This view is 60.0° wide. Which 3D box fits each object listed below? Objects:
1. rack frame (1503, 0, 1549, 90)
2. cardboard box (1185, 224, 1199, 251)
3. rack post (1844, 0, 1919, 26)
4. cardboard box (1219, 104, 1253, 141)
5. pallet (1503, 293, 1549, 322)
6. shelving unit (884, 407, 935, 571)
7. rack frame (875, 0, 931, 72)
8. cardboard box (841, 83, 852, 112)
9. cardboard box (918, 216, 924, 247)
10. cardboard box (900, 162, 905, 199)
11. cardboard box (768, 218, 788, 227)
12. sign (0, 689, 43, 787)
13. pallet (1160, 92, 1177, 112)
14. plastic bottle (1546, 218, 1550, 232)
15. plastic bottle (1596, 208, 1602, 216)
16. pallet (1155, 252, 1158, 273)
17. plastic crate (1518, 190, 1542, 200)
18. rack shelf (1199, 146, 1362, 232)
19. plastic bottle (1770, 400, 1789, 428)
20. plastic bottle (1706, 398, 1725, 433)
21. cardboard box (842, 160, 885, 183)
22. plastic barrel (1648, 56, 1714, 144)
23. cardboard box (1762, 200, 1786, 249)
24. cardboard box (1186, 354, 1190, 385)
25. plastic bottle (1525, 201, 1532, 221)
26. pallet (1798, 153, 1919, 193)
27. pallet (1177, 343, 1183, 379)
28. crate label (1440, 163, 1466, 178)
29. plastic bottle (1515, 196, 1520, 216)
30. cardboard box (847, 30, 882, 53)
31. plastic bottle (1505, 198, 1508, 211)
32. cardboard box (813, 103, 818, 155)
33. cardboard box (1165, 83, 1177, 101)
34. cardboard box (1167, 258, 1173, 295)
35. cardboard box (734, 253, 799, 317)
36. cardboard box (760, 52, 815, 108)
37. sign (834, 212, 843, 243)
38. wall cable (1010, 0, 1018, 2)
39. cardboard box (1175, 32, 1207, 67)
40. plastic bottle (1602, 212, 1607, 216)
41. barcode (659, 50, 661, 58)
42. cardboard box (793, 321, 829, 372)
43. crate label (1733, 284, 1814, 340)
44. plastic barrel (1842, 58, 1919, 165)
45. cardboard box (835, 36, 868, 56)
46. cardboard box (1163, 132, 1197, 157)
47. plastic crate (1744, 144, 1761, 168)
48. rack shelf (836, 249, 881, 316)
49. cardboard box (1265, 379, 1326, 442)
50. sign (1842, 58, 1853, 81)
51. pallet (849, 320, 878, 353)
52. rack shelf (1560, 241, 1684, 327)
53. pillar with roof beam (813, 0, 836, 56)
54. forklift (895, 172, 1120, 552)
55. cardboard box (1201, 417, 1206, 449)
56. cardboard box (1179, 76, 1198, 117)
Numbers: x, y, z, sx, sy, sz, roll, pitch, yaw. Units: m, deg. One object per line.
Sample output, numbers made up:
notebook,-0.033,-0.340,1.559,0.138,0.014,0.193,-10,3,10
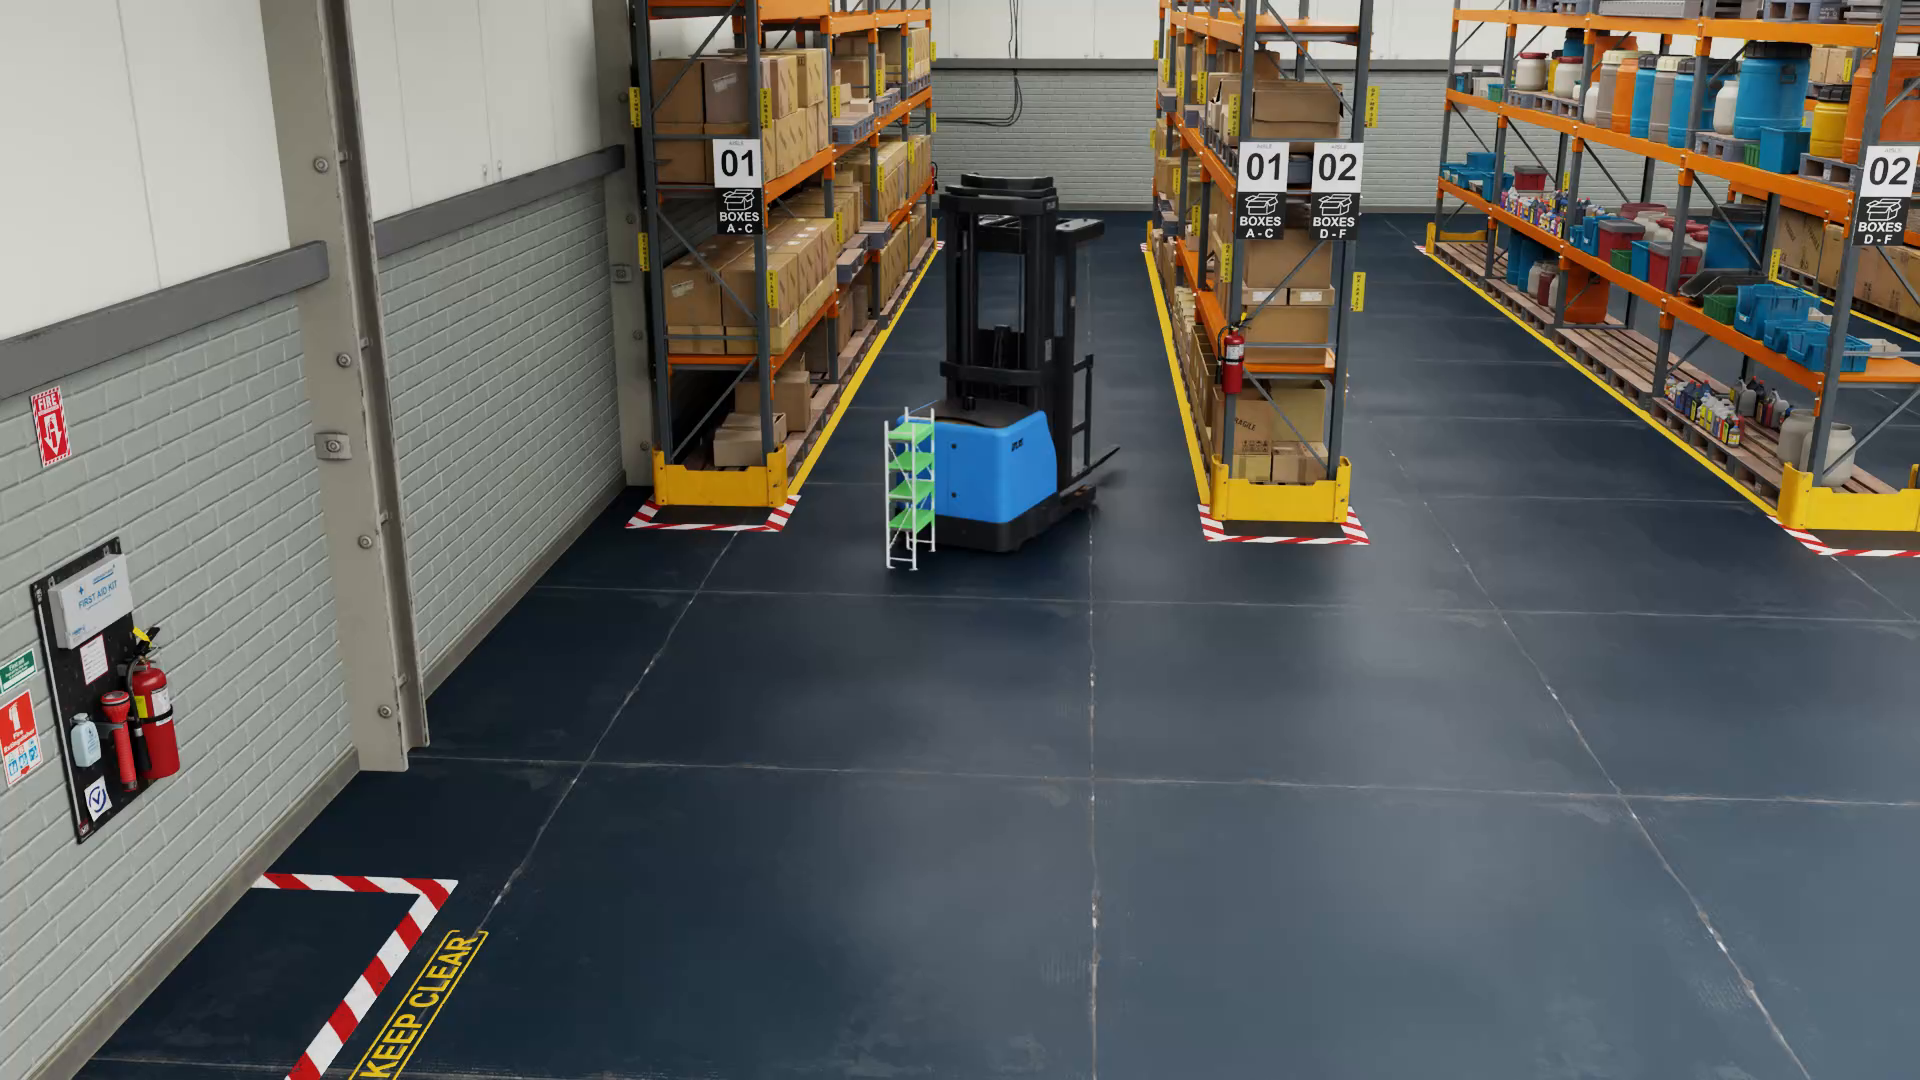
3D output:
rack frame,8.584,-8.113,24.232,1.000,3.000,0.127,1,18,4
cardboard box,3.100,-3.816,20.895,0.500,0.311,0.500,1,18,3
rack post,7.905,-4.381,13.643,0.937,0.300,0.954,3,18,10
cardboard box,2.643,-3.833,15.229,0.500,0.311,0.500,3,18,10
pallet,8.403,-3.319,23.712,1.003,0.211,1.213,1,18,4
shelving unit,-0.395,-0.410,13.248,0.258,1.200,0.503,5,19,16
rack frame,-1.011,-9.577,28.698,1.000,3.000,0.127,1,18,4
cardboard box,-1.769,-5.325,20.341,0.797,0.503,0.637,4,19,12
cardboard box,-0.997,-5.363,28.811,0.700,0.500,0.500,1,18,4
cardboard box,-1.106,-5.374,24.837,0.500,0.500,0.500,1,18,4
cardboard box,-2.113,-3.152,17.730,0.500,0.500,0.500,1,18,3
sign,-3.758,0.789,6.640,0.001,0.329,0.234,1,18,4
pallet,3.456,-6.187,23.473,1.213,0.211,1.003,1,18,4
plastic bottle,7.965,-4.259,22.422,0.097,0.201,0.097,0,18,0
plastic bottle,8.753,-4.409,22.767,0.097,0.271,0.097,0,18,0
pallet,3.779,-4.642,27.752,1.003,0.211,1.213,1,18,4
plastic crate,8.760,-5.307,25.629,0.396,0.136,0.243,1,18,4
rack shelf,2.927,-3.352,15.673,1.077,0.370,4.000,1,18,4
plastic bottle,8.200,-1.276,16.667,0.152,0.276,0.135,2,18,5
plastic bottle,7.482,-1.238,16.432,0.144,0.351,0.185,2,18,6
cardboard box,-1.292,-4.940,22.308,0.500,0.250,0.500,2,18,5
plastic barrel,7.878,-4.807,18.155,0.600,0.901,0.600,0,18,0
cardboard box,13.780,-5.101,27.411,0.875,0.875,0.875,1,18,4
cardboard box,2.811,-1.918,18.700,0.500,0.250,0.500,1,18,3
plastic bottle,8.045,-4.641,23.475,0.097,0.271,0.097,0,18,0
pallet,7.881,-3.126,14.132,1.003,0.211,1.213,1,18,4
pallet,3.169,-2.174,20.219,1.003,0.211,1.213,1,18,4
crate label,8.525,-6.384,28.762,0.416,0.233,0.303,1,18,4
plastic bottle,8.069,-4.827,24.024,0.061,0.283,0.133,1,18,4
cardboard box,-1.480,-7.663,25.877,0.500,0.500,0.500,1,18,3
plastic bottle,8.133,-4.986,24.641,0.097,0.201,0.097,0,18,0
cardboard box,-1.709,-4.162,16.798,0.500,0.500,0.500,0,18,-1
cardboard box,3.413,-6.885,25.542,0.500,0.250,0.500,1,18,4
cardboard box,3.259,-3.773,23.927,0.500,0.500,0.500,1,18,2
cardboard box,-1.778,-2.346,15.270,0.500,0.500,0.500,1,18,4
cardboard box,-1.692,-4.462,16.107,0.500,0.500,0.500,1,18,2
sign,-1.329,-3.401,18.094,0.100,0.325,0.005,1,18,4
wall cable,2.450,-12.189,33.547,3.097,2.526,0.112,1,18,4
cardboard box,3.641,-7.474,25.332,0.700,0.500,0.500,1,18,4
plastic bottle,8.659,-4.267,22.333,0.097,0.271,0.097,0,18,0
barcode,-2.605,-4.221,14.442,0.001,0.075,0.075,1,18,4
cardboard box,-1.835,-2.249,19.278,0.700,0.500,0.500,2,18,6
crate label,7.586,-2.130,15.549,0.502,0.435,0.616,1,18,4
plastic barrel,7.632,-3.518,13.662,0.600,0.830,0.708,1,18,4
cardboard box,-1.516,-7.080,23.824,0.500,0.250,0.500,1,18,2
cardboard box,3.422,-6.060,25.833,0.500,0.500,0.500,1,18,4
plastic crate,7.626,-3.619,15.672,0.336,0.188,0.450,1,18,4
rack shelf,-1.727,-3.278,20.266,1.077,0.370,4.000,1,18,4
cardboard box,3.078,-1.213,15.346,0.500,0.500,0.500,1,18,4
sign,12.971,-6.873,24.305,0.100,0.325,0.005,1,18,4
pallet,-1.642,-2.673,21.743,1.003,0.211,1.213,1,18,4
rack shelf,8.154,-3.057,19.591,1.077,0.370,4.000,1,18,4
pillar with roof beam,2.184,-8.475,25.336,9.100,9.000,0.400,1,18,4
forklift,0.567,-1.710,14.433,1.130,2.935,3.031,9,20,25
cardboard box,2.585,-1.024,15.973,0.500,0.250,0.500,1,18,4
cardboard box,3.391,-5.899,22.132,0.910,0.500,0.500,1,18,4
